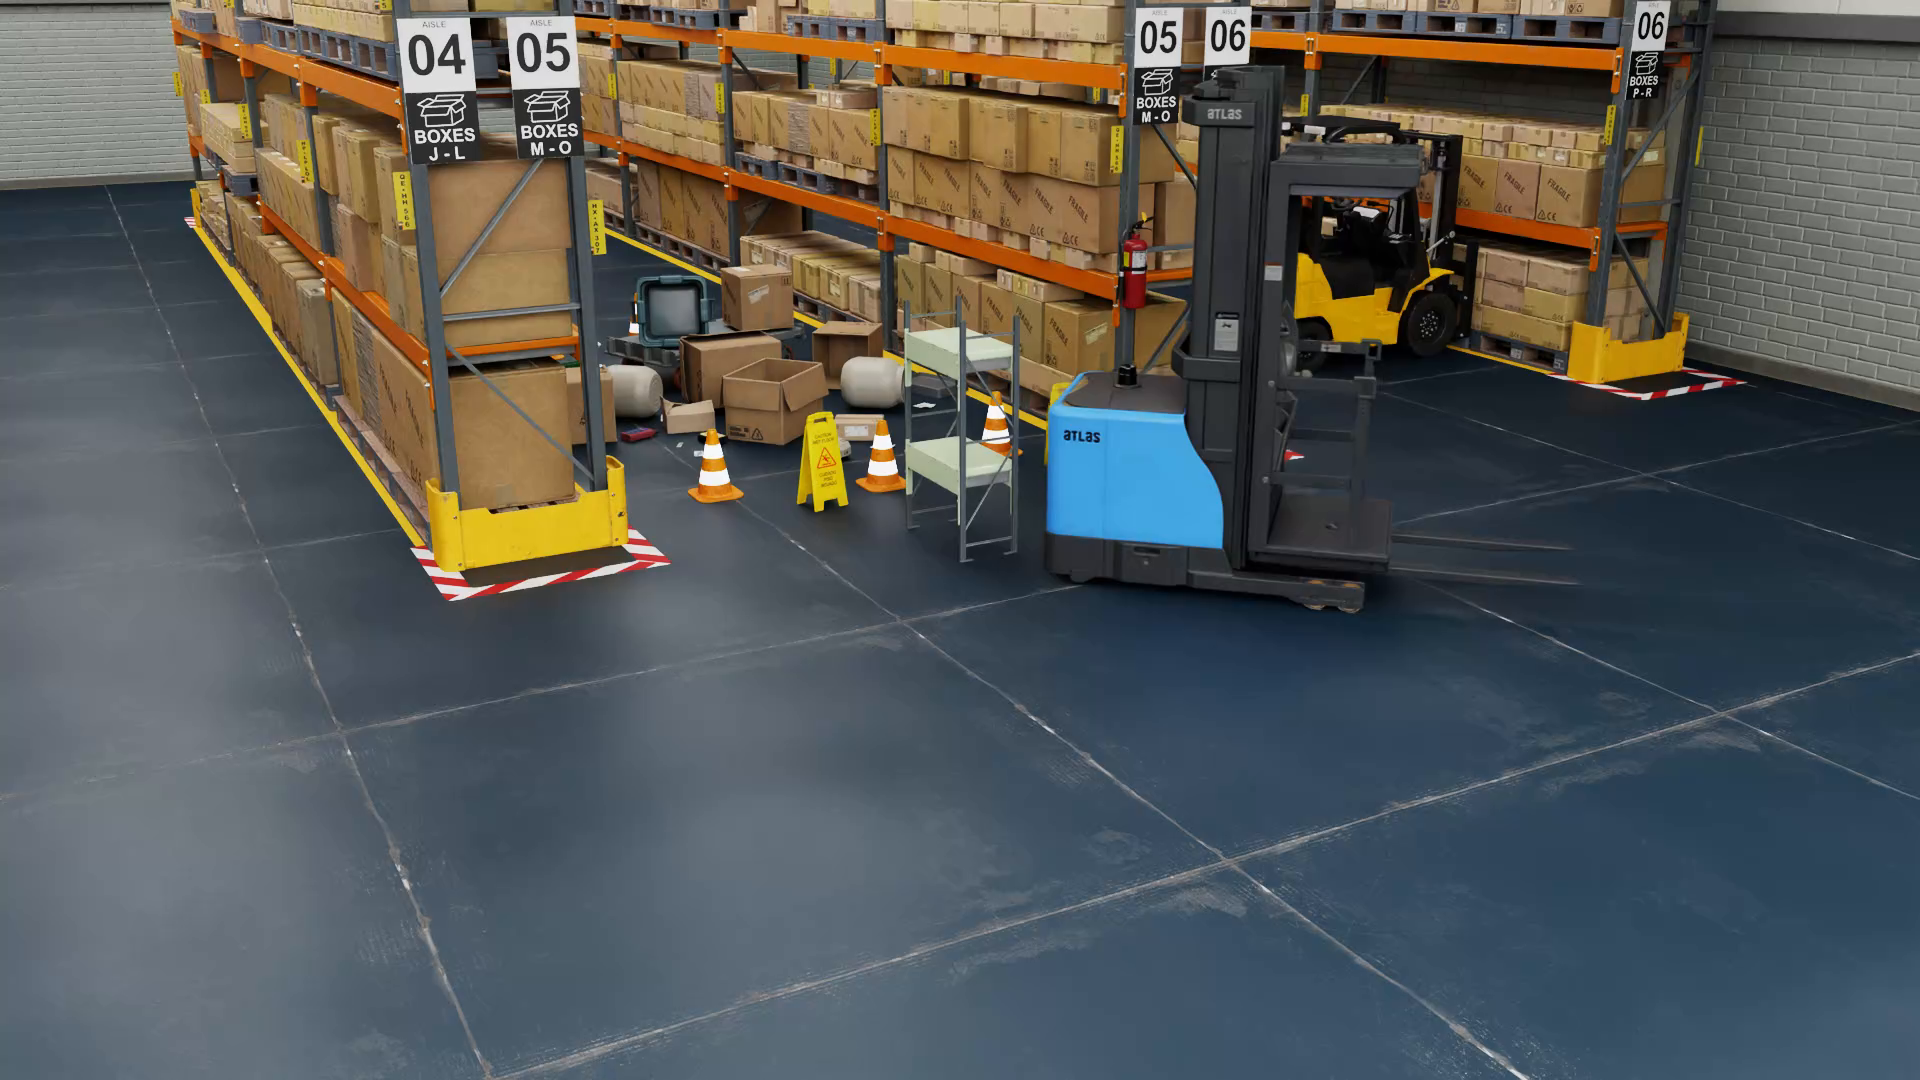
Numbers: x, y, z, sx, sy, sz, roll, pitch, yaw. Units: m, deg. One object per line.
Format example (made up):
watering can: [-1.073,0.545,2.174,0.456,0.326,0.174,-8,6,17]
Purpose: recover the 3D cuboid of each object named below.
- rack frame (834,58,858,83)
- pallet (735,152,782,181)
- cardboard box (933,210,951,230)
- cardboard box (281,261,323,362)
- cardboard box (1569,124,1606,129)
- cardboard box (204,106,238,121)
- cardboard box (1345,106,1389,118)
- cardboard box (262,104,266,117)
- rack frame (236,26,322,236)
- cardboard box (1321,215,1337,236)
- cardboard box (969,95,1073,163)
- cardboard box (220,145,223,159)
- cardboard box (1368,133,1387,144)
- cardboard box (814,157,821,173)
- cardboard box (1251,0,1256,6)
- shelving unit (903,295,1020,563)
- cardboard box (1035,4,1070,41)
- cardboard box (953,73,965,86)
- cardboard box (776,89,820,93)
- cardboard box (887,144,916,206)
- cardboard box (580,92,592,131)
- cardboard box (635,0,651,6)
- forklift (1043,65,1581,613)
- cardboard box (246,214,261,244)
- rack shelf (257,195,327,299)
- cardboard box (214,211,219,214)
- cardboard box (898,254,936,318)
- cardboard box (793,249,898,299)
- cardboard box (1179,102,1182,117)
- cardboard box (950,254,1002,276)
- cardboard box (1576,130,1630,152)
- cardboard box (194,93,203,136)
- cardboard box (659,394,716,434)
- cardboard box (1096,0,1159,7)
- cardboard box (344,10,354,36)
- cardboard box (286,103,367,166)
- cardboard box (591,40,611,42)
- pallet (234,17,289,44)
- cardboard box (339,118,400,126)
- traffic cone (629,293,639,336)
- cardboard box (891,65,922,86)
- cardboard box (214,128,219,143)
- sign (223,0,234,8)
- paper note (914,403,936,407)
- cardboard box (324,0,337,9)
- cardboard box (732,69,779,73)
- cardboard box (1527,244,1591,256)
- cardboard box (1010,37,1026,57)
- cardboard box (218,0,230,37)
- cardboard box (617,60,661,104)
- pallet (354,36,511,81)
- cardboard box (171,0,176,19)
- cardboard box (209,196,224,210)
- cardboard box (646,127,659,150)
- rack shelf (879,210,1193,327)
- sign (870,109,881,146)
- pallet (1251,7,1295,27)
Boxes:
rack frame: [-1.617,-7.521,27.829,1.000,3.000,0.127,-10,21,-27]
pallet: [-1.753,-4.176,18.429,1.213,0.211,1.003,-10,21,-27]
cardboard box: [-0.013,-2.835,14.634,0.380,0.149,0.250,-9,21,-25]
cardboard box: [-5.423,-2.088,14.888,1.050,0.750,0.750,-10,21,-27]
cardboard box: [5.776,-3.706,15.169,0.380,0.149,0.250,-10,21,-26]
cardboard box: [-8.353,-4.831,18.862,0.380,0.149,0.250,-10,21,-26]
cardboard box: [4.190,-4.375,17.108,0.380,0.149,0.250,-10,21,-26]
cardboard box: [-7.902,-5.006,19.370,0.380,0.149,0.250,-11,22,-28]
rack frame: [-6.493,-3.659,16.637,1.000,3.000,0.127,-10,21,-27]
cardboard box: [4.034,-3.260,17.520,0.500,0.250,0.500,-10,22,-27]
cardboard box: [0.498,-3.373,13.666,0.700,0.500,0.500,-10,21,-27]
cardboard box: [-7.737,-4.178,17.882,0.380,0.149,0.250,-9,21,-25]
cardboard box: [4.325,-4.071,16.683,0.380,0.149,0.250,-9,21,-25]
cardboard box: [-1.245,-3.786,16.747,0.380,0.149,0.250,-10,21,-27]
cardboard box: [3.291,-5.890,18.092,0.380,0.149,0.250,-10,21,-27]
shelving unit: [0.003,-0.707,10.381,0.431,1.500,0.755,-10,21,-27]
cardboard box: [0.908,-3.898,12.504,0.500,0.250,0.500,-10,22,-27]
cardboard box: [0.315,-6.445,23.914,0.700,0.500,0.500,-9,21,-25]
cardboard box: [-1.725,-4.754,18.556,0.500,0.500,0.500,-11,22,-28]
cardboard box: [-0.322,-3.325,15.059,0.500,0.500,0.500,-10,21,-27]
cardboard box: [-5.031,-6.033,23.362,0.500,0.500,0.500,-10,22,-27]
cardboard box: [-3.792,-6.692,20.541,0.380,0.166,0.250,-12,22,-30]
forklift: [2.073,-1.164,9.512,3.031,2.935,1.130,5,20,14]
cardboard box: [-7.298,-3.329,17.720,0.500,0.250,0.500,-10,21,-26]
rack shelf: [-5.544,-2.745,15.090,1.077,0.370,4.000,-10,21,-27]
cardboard box: [-9.759,-4.461,22.232,0.380,0.149,0.250,-11,22,-29]
cardboard box: [-0.243,-2.348,15.261,0.500,0.500,0.500,-9,21,-24]
cardboard box: [-1.213,-2.818,17.585,0.950,0.372,0.625,-9,21,-25]
cardboard box: [2.696,-5.073,19.585,0.380,0.149,0.250,-9,21,-26]
cardboard box: [0.140,-2.386,14.374,0.380,0.149,0.250,-9,21,-24]
cardboard box: [5.625,-3.493,14.551,0.380,0.149,0.250,-10,21,-27]
cardboard box: [-9.352,-5.382,21.022,0.500,0.500,0.500,-10,21,-27]
cardboard box: [-2.157,-1.010,13.152,0.396,0.266,0.258,-6,20,-17]
cardboard box: [1.193,-3.886,11.858,0.380,0.149,0.250,-10,21,-26]
cardboard box: [-3.634,-3.243,10.419,0.380,0.149,0.250,-10,22,-27]
cardboard box: [-5.559,-3.610,14.808,0.700,0.500,0.500,-10,22,-27]
cardboard box: [-5.154,-7.211,24.249,0.380,0.149,0.250,-10,22,-27]
pallet: [-6.141,-4.811,15.666,1.213,0.211,1.003,-9,21,-24]
cardboard box: [-4.086,-2.841,12.380,0.875,0.550,0.550,-10,21,-27]
traffic cone: [-3.124,-2.175,16.224,0.336,0.463,0.334,-10,21,-27]
cardboard box: [-0.926,-7.343,25.937,0.500,0.500,0.500,-9,21,-25]
cardboard box: [-7.866,-4.395,18.054,0.380,0.149,0.250,-10,22,-28]
sign: [-6.972,-5.238,15.821,0.100,0.325,0.005,-10,21,-27]
paper note: [-0.292,-1.127,13.852,0.148,0.019,0.142,16,25,39]
cardboard box: [-3.886,-3.626,10.919,0.500,0.250,0.500,-10,21,-26]
cardboard box: [-2.448,-5.295,19.692,0.500,0.500,0.500,-10,21,-26]
cardboard box: [5.678,-2.610,15.634,0.500,0.250,0.500,-10,21,-27]
cardboard box: [0.615,-3.888,13.088,0.380,0.149,0.250,-11,22,-28]
cardboard box: [-7.237,-5.390,16.902,0.500,0.500,0.500,-10,21,-27]
cardboard box: [-4.129,-5.952,21.596,0.500,0.500,0.500,-10,21,-26]
pallet: [-3.056,-2.950,10.119,1.003,0.211,1.213,-10,21,-27]
cardboard box: [-10.304,-7.134,22.339,0.500,0.250,0.500,-9,21,-25]
cardboard box: [-9.475,-4.364,21.495,0.380,0.149,0.250,-11,22,-29]
cardboard box: [-3.632,-5.067,20.947,0.500,0.250,0.500,-10,21,-27]
rack shelf: [0.664,-2.392,14.068,1.077,0.370,4.000,-10,21,-27]
sign: [-0.772,-3.767,15.174,0.100,0.325,0.005,-10,21,-27]
pallet: [3.116,-6.052,19.262,1.003,0.211,1.213,-9,21,-24]
